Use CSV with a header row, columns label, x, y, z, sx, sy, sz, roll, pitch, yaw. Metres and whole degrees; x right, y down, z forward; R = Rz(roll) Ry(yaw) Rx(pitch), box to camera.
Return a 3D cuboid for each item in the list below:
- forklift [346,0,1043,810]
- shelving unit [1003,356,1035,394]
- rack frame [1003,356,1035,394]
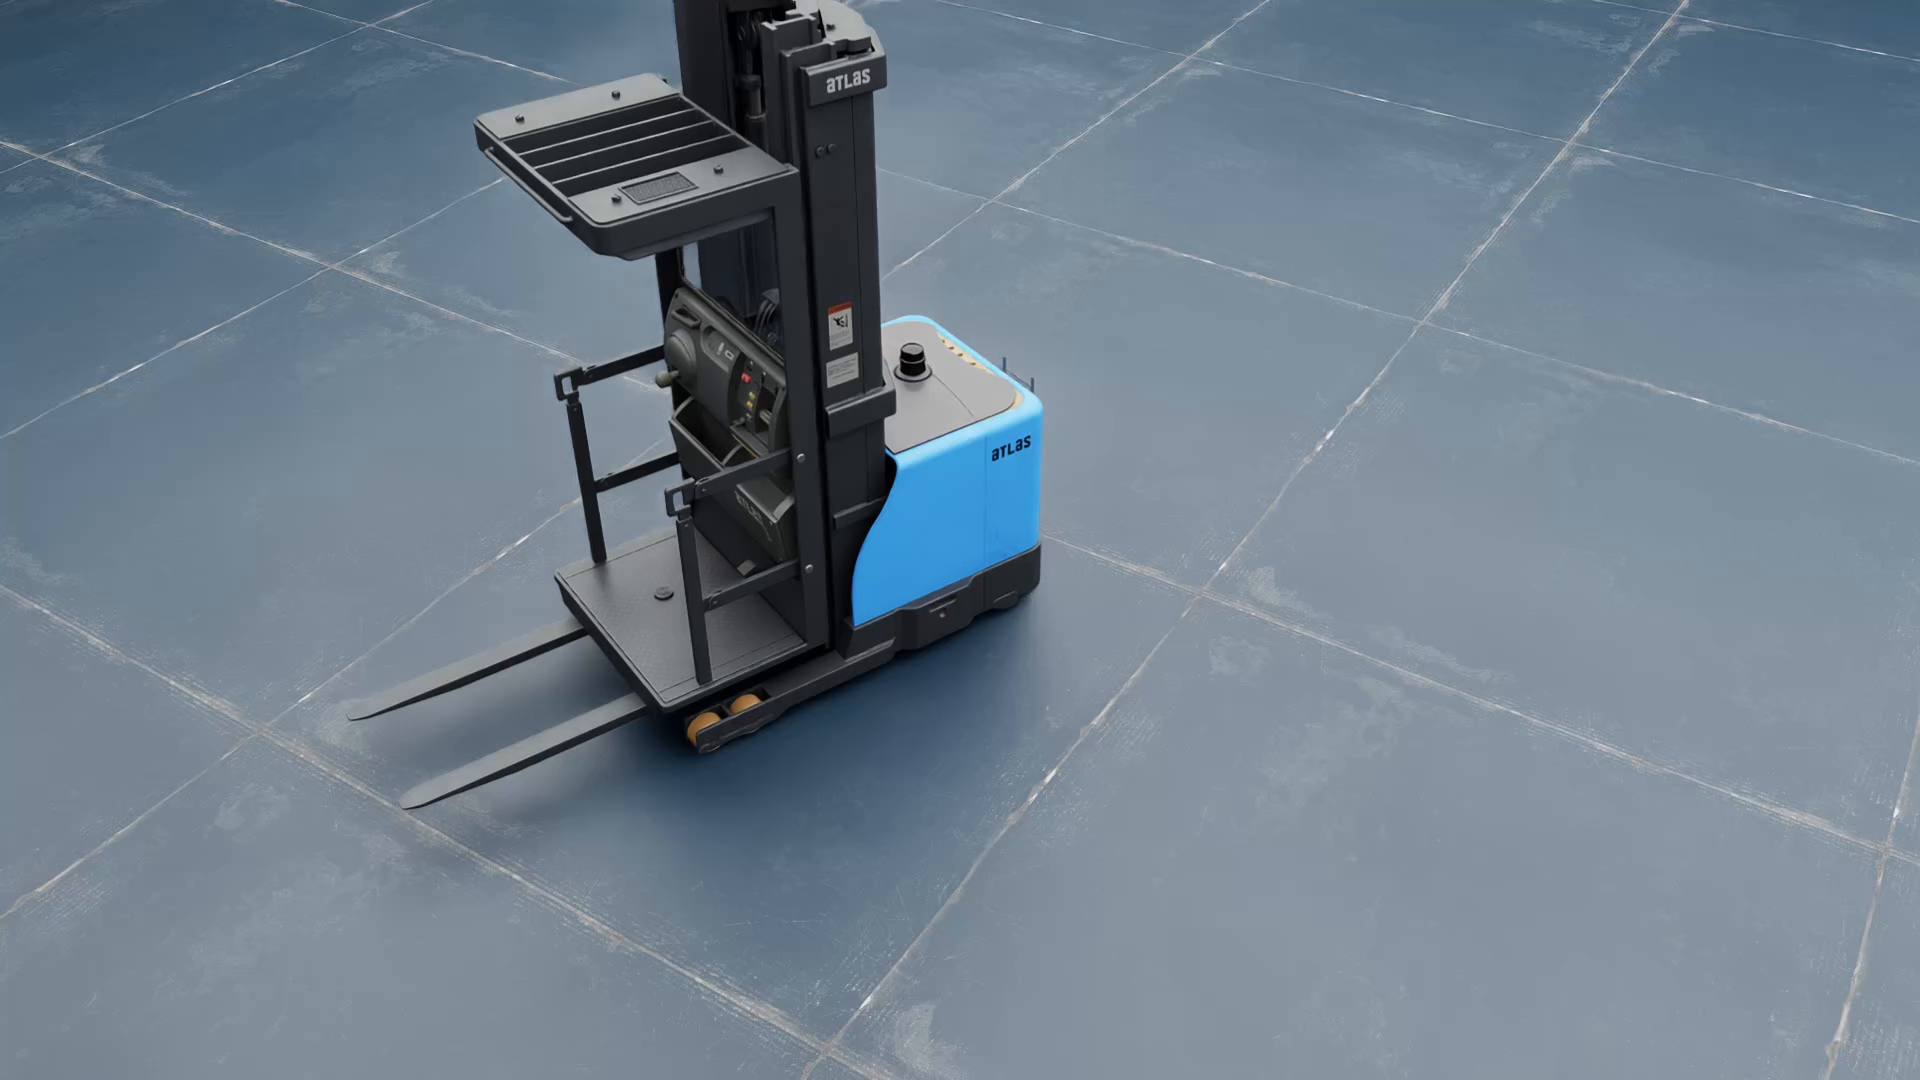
label,x,y,z,sx,sy,sz,roll,pitch,yaw
forklift,-1.121,-0.634,6.611,3.031,2.935,1.130,-23,43,-27
shelving unit,0.191,-0.416,7.992,0.210,0.900,0.258,-23,43,-27
rack frame,0.274,-0.452,8.039,0.006,0.900,0.240,-23,43,-27
